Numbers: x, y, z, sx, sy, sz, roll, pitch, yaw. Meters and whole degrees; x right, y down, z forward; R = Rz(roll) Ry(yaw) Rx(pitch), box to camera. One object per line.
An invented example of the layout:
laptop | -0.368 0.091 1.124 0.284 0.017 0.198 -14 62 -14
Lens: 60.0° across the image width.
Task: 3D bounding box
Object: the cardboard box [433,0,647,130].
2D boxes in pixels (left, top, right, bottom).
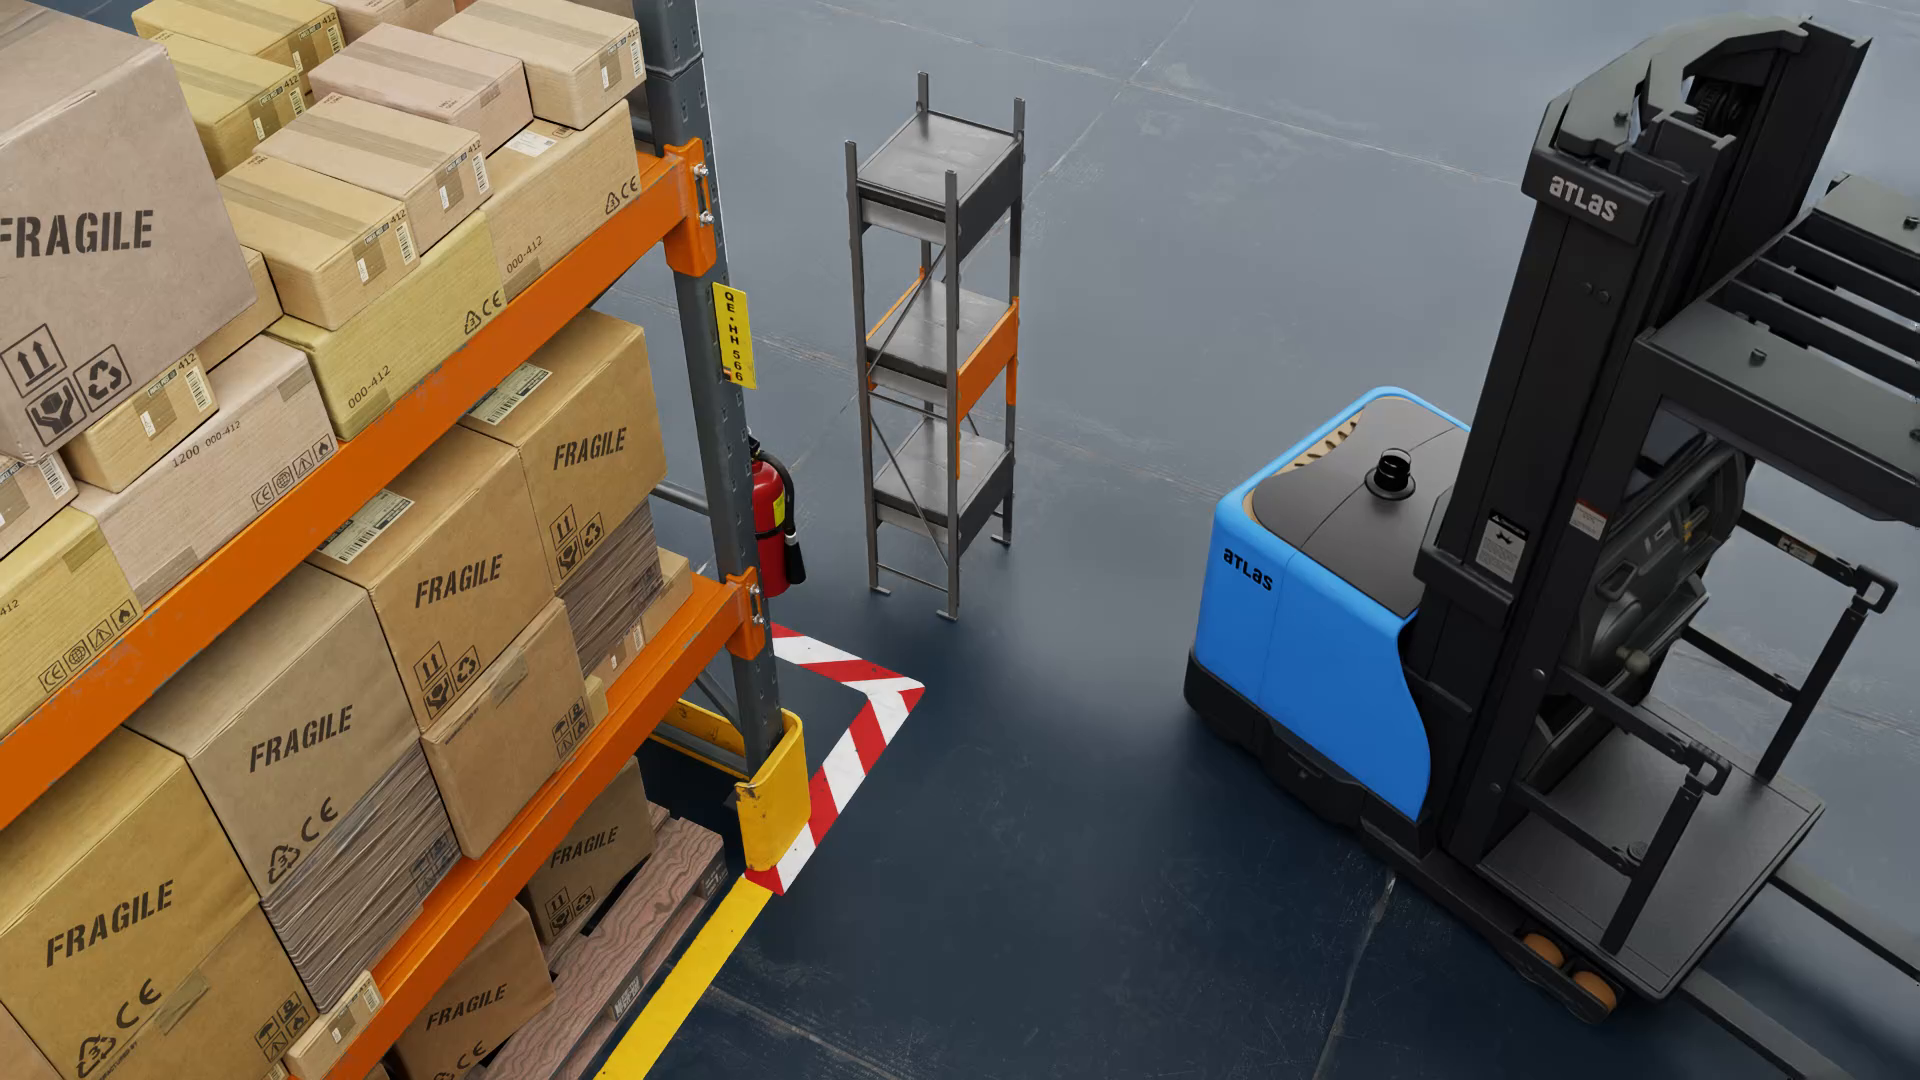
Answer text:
cardboard box | -0.932 -1.080 3.704 0.380 0.149 0.250 20 49 19

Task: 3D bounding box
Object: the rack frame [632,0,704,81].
rack frame | -1.080 -2.325 3.001 1.000 3.000 0.127 20 49 19

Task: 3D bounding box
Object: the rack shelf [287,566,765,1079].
rack shelf | -2.008 1.297 4.145 1.077 0.370 4.000 20 49 19

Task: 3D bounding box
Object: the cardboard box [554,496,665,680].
cardboard box | -1.360 -0.018 4.660 0.875 0.500 0.500 20 49 19

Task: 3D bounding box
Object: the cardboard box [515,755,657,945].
cardboard box | -1.385 0.903 5.491 0.500 0.500 0.500 29 52 26

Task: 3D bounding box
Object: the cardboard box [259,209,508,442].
cardboard box | -1.308 -0.515 3.426 0.500 0.250 0.500 21 49 19

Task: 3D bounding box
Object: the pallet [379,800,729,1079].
pallet | -1.524 1.312 5.585 1.003 0.211 1.213 20 49 19

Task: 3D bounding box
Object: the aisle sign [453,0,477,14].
aisle sign | -1.317 -1.268 4.346 0.394 0.787 0.004 20 49 19

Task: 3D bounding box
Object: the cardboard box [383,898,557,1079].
cardboard box | -1.632 1.291 5.107 0.500 0.500 0.500 33 54 29

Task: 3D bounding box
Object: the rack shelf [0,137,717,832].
rack shelf | -2.008 0.242 3.078 1.077 0.370 4.000 20 49 19

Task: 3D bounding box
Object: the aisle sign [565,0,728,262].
aisle sign | -0.786 -1.070 4.151 0.394 0.787 0.004 20 49 19

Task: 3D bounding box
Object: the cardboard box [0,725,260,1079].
cardboard box | -1.817 0.664 3.282 0.500 0.500 0.500 20 49 19

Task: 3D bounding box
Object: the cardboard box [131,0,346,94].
cardboard box | -1.619 -1.129 3.753 0.380 0.149 0.250 21 49 20

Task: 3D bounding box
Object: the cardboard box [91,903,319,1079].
cardboard box | -1.998 0.948 3.704 0.875 0.500 0.500 20 49 19

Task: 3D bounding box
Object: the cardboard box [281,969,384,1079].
cardboard box | -1.633 1.100 4.011 0.380 0.149 0.250 20 49 19

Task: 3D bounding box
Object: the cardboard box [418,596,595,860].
cardboard box | -1.485 0.336 4.309 0.875 0.500 0.500 20 49 19

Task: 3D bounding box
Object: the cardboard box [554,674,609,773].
cardboard box | -1.217 0.452 4.651 0.380 0.149 0.250 20 49 19

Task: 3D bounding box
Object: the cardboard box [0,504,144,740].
cardboard box | -1.782 0.124 2.795 0.500 0.250 0.500 20 49 18

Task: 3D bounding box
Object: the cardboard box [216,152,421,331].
cardboard box | -1.283 -0.580 3.210 0.380 0.149 0.250 21 49 19

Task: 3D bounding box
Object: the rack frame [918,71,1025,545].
rack frame | 0.036 -0.788 6.332 0.400 2.100 0.015 20 49 19

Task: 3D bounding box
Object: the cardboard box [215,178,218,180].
cardboard box | -1.767 -0.673 3.582 0.500 0.250 0.500 19 48 18

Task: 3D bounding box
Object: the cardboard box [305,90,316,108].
cardboard box | -1.533 -1.000 3.905 0.500 0.250 0.500 22 49 20

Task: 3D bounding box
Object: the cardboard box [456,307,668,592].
cardboard box | -1.116 -0.279 4.214 0.500 0.500 0.500 20 49 19

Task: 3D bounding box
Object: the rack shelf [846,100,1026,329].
rack shelf | -0.077 -1.116 5.692 0.431 0.518 0.480 20 49 19

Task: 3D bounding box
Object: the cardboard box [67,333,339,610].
cardboard box | -1.553 -0.195 3.110 0.500 0.250 0.500 21 49 20

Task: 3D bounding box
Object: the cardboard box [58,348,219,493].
cardboard box | -1.543 -0.263 2.897 0.380 0.149 0.250 18 48 17

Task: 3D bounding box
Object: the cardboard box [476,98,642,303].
cardboard box | -1.079 -0.830 3.738 0.500 0.250 0.500 22 49 20

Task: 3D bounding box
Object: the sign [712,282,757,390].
sign | -0.598 -0.538 4.417 0.100 0.325 0.005 20 49 19

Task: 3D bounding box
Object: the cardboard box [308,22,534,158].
cardboard box | -1.157 -0.955 3.581 0.380 0.149 0.250 19 48 18

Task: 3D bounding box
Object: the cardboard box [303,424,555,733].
cardboard box | -1.343 0.038 3.901 0.500 0.500 0.500 20 49 19

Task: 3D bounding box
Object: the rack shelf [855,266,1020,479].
rack shelf | -0.077 -0.624 6.190 0.431 0.518 0.480 20 49 19

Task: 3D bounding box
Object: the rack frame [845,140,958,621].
rack frame | -0.190 -0.480 6.028 0.400 2.100 0.015 20 49 19

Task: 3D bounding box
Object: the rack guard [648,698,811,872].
rack guard | -1.115 0.711 5.976 1.175 0.500 0.348 20 49 19

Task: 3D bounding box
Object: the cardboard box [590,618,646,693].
cardboard box | -1.146 0.277 4.824 0.380 0.149 0.250 20 49 19

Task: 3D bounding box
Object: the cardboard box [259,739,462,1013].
cardboard box | -1.756 0.637 4.012 0.875 0.500 0.500 20 49 19

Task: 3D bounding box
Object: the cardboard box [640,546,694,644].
cardboard box | -1.029 0.120 4.979 0.380 0.149 0.250 20 49 19

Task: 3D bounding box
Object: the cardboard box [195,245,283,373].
cardboard box | -1.508 -0.465 3.097 0.380 0.149 0.250 21 49 20

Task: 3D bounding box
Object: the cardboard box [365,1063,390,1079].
cardboard box | -1.939 1.679 4.724 0.500 0.500 0.500 25 50 23

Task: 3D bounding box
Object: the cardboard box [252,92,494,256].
cardboard box | -1.187 -0.746 3.374 0.380 0.149 0.250 18 48 17

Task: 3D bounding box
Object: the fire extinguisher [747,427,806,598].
fire extinguisher | -0.619 -0.109 5.083 0.296 0.674 0.183 20 49 19

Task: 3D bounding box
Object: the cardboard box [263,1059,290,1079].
cardboard box | -1.810 1.234 3.878 0.380 0.149 0.250 20 49 19

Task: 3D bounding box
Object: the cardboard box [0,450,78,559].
cardboard box | -1.711 -0.105 2.741 0.380 0.149 0.250 18 48 17

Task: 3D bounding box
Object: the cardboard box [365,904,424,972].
cardboard box | -1.595 0.913 4.195 0.380 0.149 0.250 20 49 19

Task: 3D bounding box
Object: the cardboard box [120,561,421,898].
cardboard box | -1.578 0.352 3.591 0.500 0.500 0.500 20 49 19

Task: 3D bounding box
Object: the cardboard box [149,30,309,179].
cardboard box | -1.627 -0.930 3.556 0.380 0.149 0.250 20 49 18

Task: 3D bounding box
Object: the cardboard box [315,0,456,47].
cardboard box | -1.413 -1.261 3.883 0.380 0.149 0.250 20 49 19

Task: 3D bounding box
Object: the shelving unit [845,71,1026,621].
shelving unit | -0.077 -0.634 6.180 0.431 2.100 0.503 20 49 19

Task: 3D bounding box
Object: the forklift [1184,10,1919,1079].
forklift | 2.229 0.132 4.838 1.130 2.935 3.031 -34 54 -29

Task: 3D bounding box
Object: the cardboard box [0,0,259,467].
cardboard box | -1.575 -0.526 2.701 0.500 0.500 0.500 20 49 19

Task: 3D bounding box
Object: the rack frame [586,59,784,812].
rack frame | -1.080 -0.216 5.134 1.000 3.000 0.127 20 49 19

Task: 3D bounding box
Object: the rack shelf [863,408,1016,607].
rack shelf | -0.077 -0.132 6.688 0.431 0.518 0.480 20 49 19
